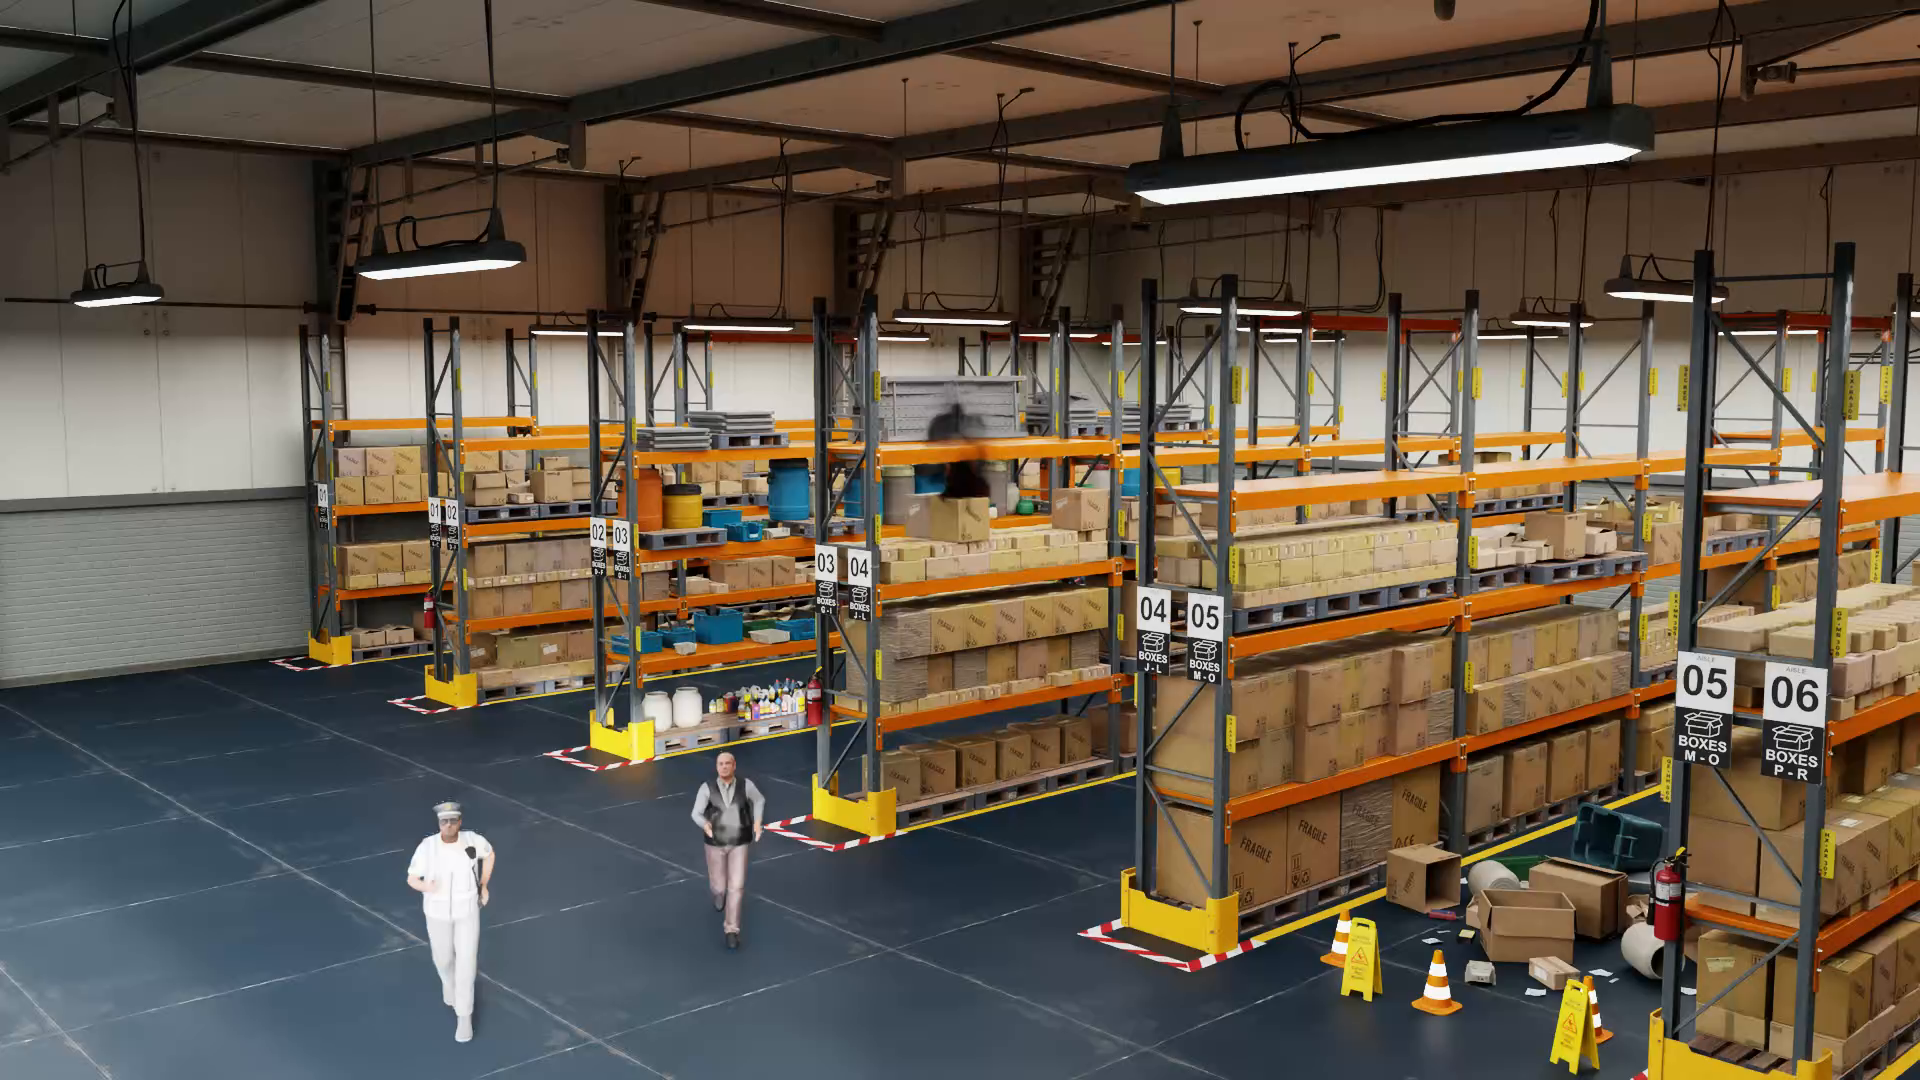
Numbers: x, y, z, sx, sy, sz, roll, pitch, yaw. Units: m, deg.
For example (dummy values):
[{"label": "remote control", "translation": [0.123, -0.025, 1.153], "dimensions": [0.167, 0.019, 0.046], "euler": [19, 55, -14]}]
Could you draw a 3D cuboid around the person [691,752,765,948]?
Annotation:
[{"label": "person", "translation": [-2.113, 2.786, 15.217], "dimensions": [0.676, 1.689, 0.971], "euler": [-1, 6, -8]}]

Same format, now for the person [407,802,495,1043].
[{"label": "person", "translation": [-4.012, 2.937, 13.144], "dimensions": [0.659, 1.791, 0.967], "euler": [-1, 6, -14]}]
